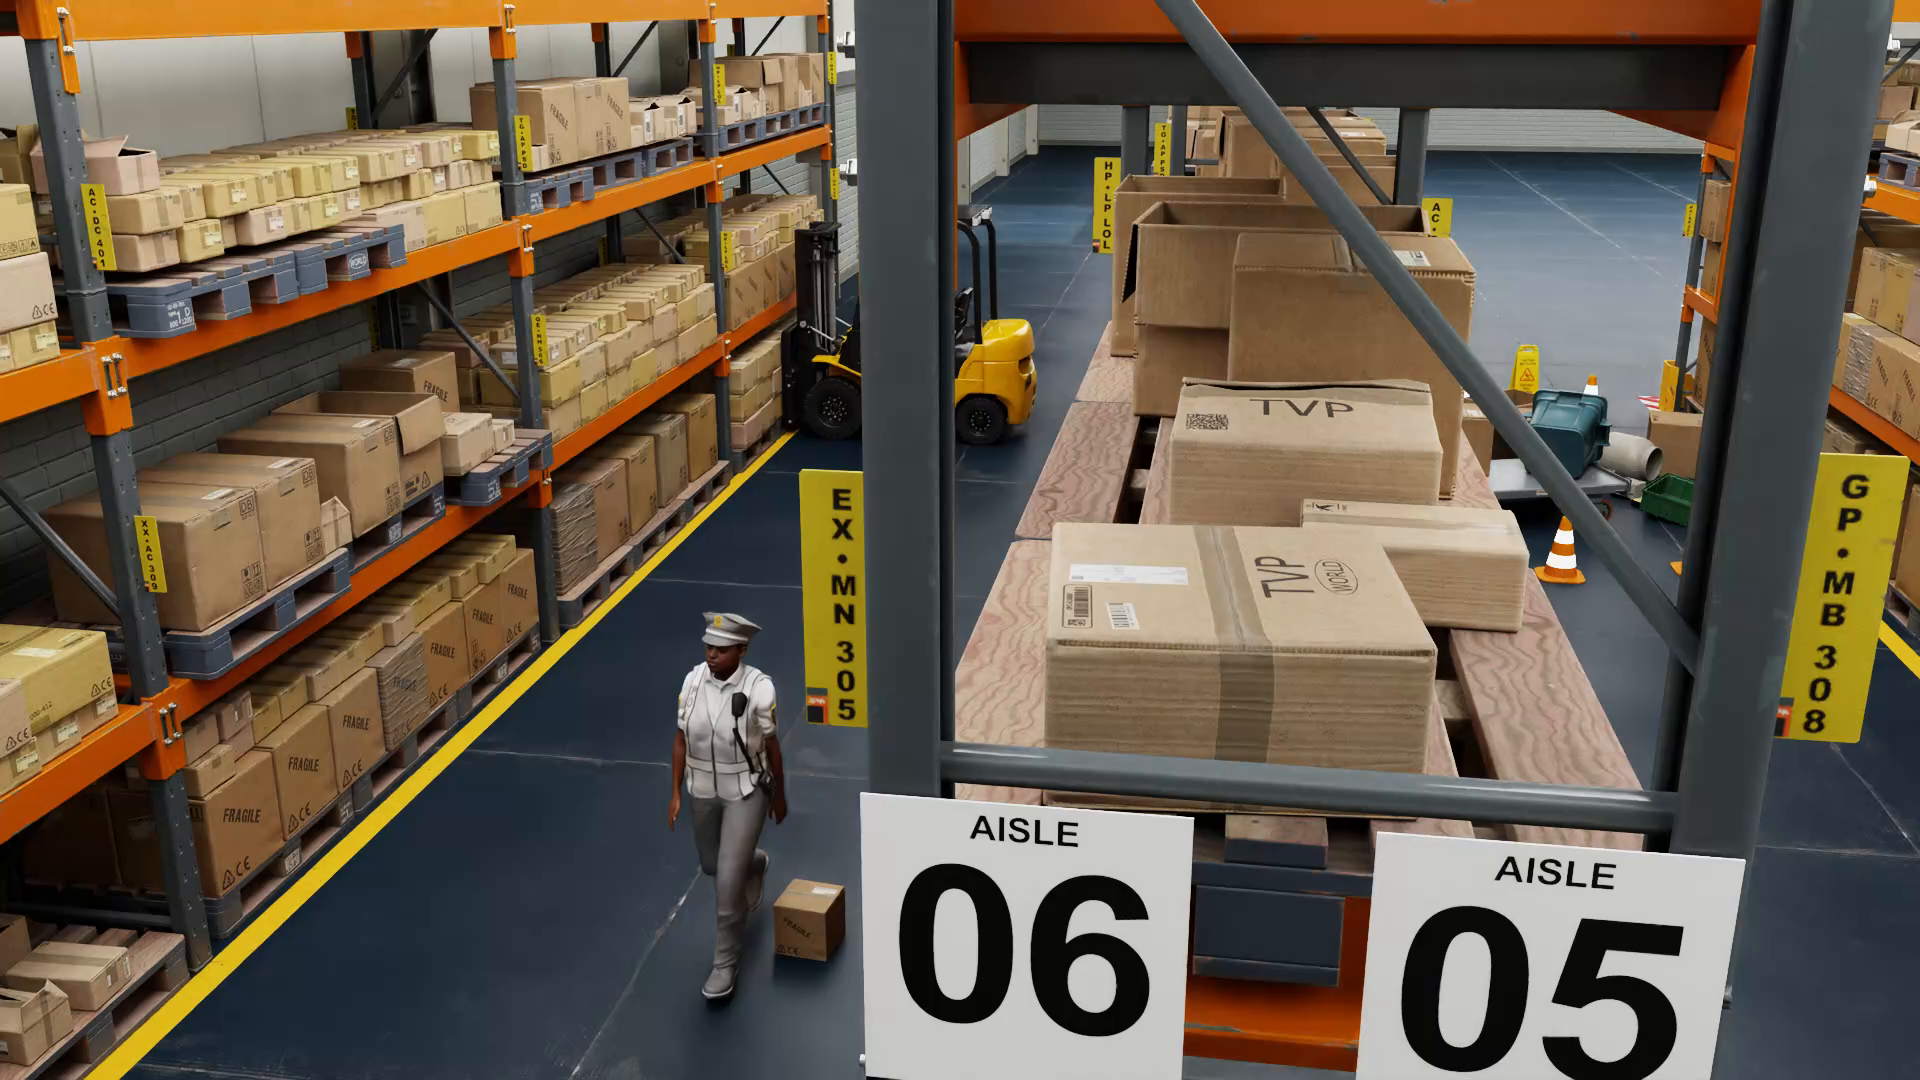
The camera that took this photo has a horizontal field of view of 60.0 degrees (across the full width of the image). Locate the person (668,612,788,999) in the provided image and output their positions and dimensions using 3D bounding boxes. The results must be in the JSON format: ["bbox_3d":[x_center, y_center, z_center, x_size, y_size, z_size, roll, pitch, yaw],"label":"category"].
[{"bbox_3d":[-0.997,1.053,7.241,0.464,1.649,0.899,6,19,17],"label":"person"}]
